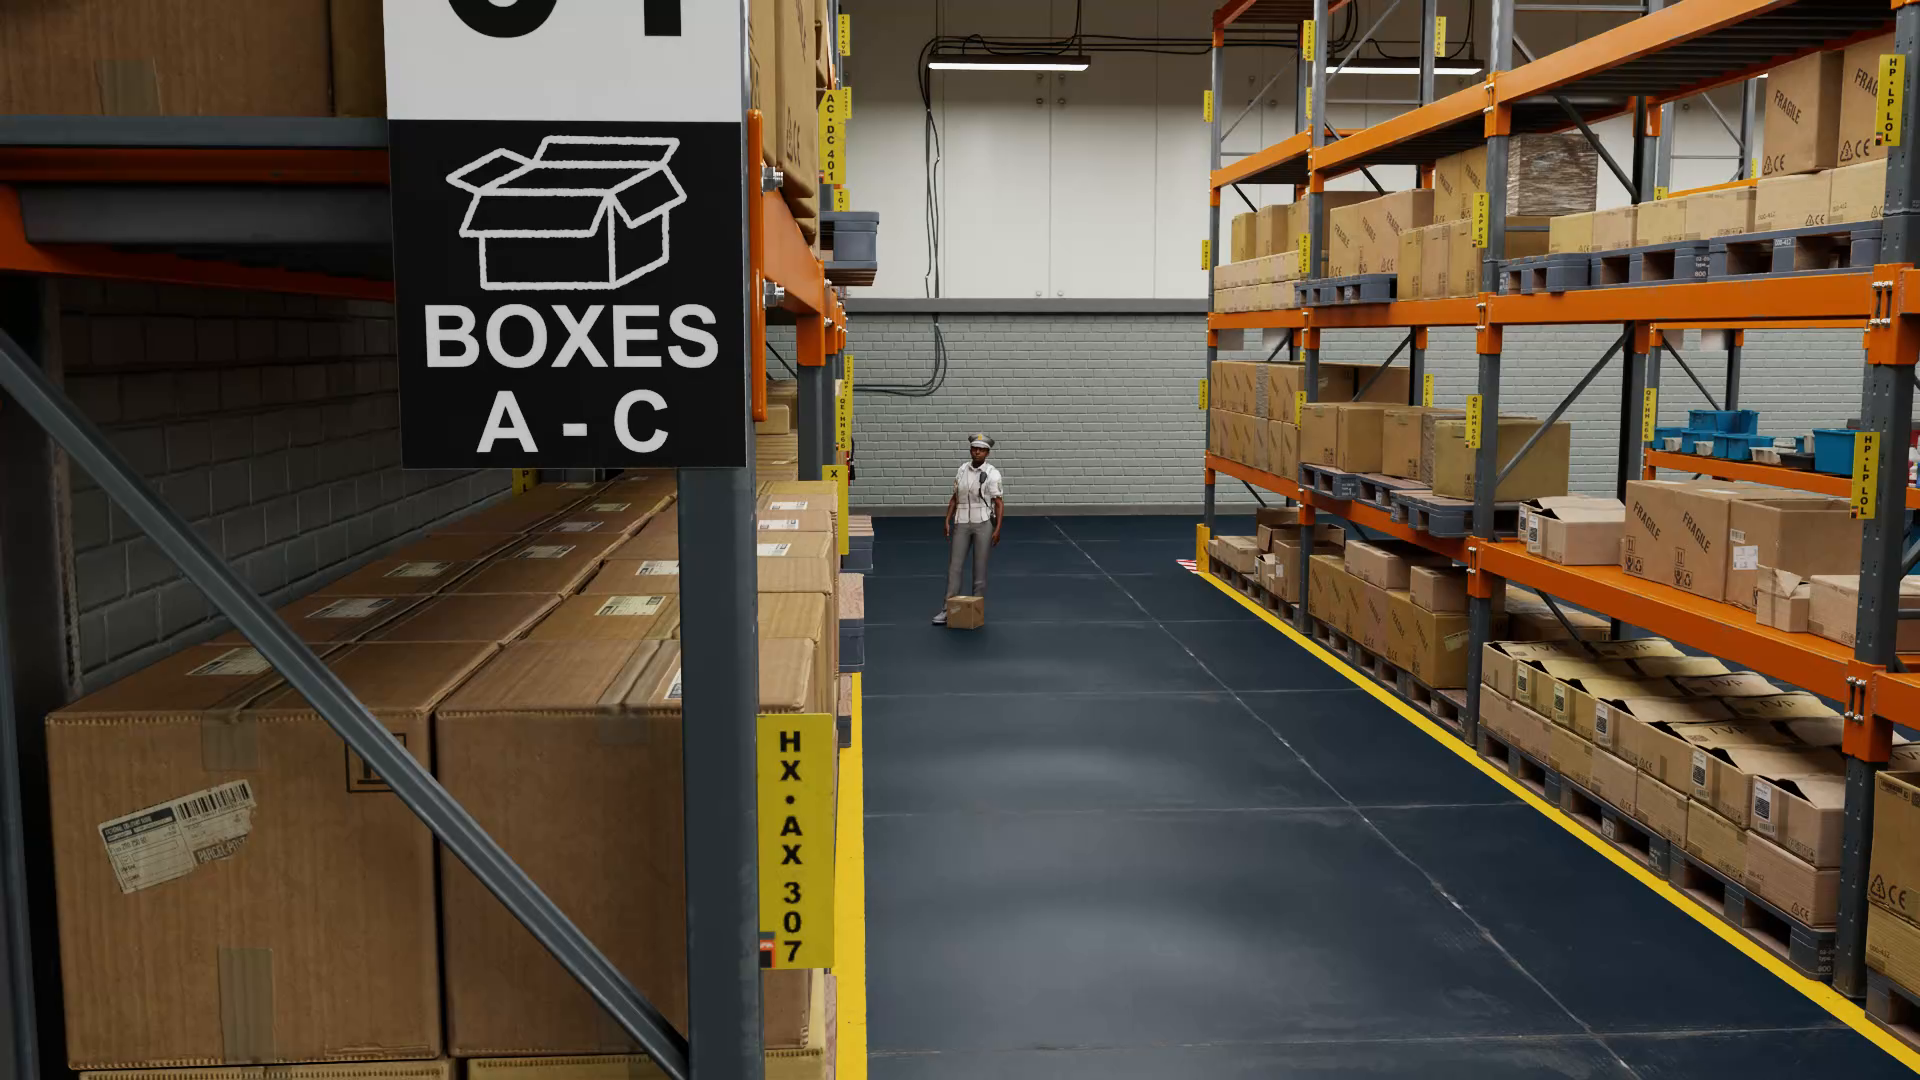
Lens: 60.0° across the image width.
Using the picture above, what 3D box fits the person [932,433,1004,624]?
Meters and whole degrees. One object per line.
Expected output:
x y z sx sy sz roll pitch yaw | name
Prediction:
0.089 -0.107 14.910 0.570 1.695 0.529 3 7 21 | person
